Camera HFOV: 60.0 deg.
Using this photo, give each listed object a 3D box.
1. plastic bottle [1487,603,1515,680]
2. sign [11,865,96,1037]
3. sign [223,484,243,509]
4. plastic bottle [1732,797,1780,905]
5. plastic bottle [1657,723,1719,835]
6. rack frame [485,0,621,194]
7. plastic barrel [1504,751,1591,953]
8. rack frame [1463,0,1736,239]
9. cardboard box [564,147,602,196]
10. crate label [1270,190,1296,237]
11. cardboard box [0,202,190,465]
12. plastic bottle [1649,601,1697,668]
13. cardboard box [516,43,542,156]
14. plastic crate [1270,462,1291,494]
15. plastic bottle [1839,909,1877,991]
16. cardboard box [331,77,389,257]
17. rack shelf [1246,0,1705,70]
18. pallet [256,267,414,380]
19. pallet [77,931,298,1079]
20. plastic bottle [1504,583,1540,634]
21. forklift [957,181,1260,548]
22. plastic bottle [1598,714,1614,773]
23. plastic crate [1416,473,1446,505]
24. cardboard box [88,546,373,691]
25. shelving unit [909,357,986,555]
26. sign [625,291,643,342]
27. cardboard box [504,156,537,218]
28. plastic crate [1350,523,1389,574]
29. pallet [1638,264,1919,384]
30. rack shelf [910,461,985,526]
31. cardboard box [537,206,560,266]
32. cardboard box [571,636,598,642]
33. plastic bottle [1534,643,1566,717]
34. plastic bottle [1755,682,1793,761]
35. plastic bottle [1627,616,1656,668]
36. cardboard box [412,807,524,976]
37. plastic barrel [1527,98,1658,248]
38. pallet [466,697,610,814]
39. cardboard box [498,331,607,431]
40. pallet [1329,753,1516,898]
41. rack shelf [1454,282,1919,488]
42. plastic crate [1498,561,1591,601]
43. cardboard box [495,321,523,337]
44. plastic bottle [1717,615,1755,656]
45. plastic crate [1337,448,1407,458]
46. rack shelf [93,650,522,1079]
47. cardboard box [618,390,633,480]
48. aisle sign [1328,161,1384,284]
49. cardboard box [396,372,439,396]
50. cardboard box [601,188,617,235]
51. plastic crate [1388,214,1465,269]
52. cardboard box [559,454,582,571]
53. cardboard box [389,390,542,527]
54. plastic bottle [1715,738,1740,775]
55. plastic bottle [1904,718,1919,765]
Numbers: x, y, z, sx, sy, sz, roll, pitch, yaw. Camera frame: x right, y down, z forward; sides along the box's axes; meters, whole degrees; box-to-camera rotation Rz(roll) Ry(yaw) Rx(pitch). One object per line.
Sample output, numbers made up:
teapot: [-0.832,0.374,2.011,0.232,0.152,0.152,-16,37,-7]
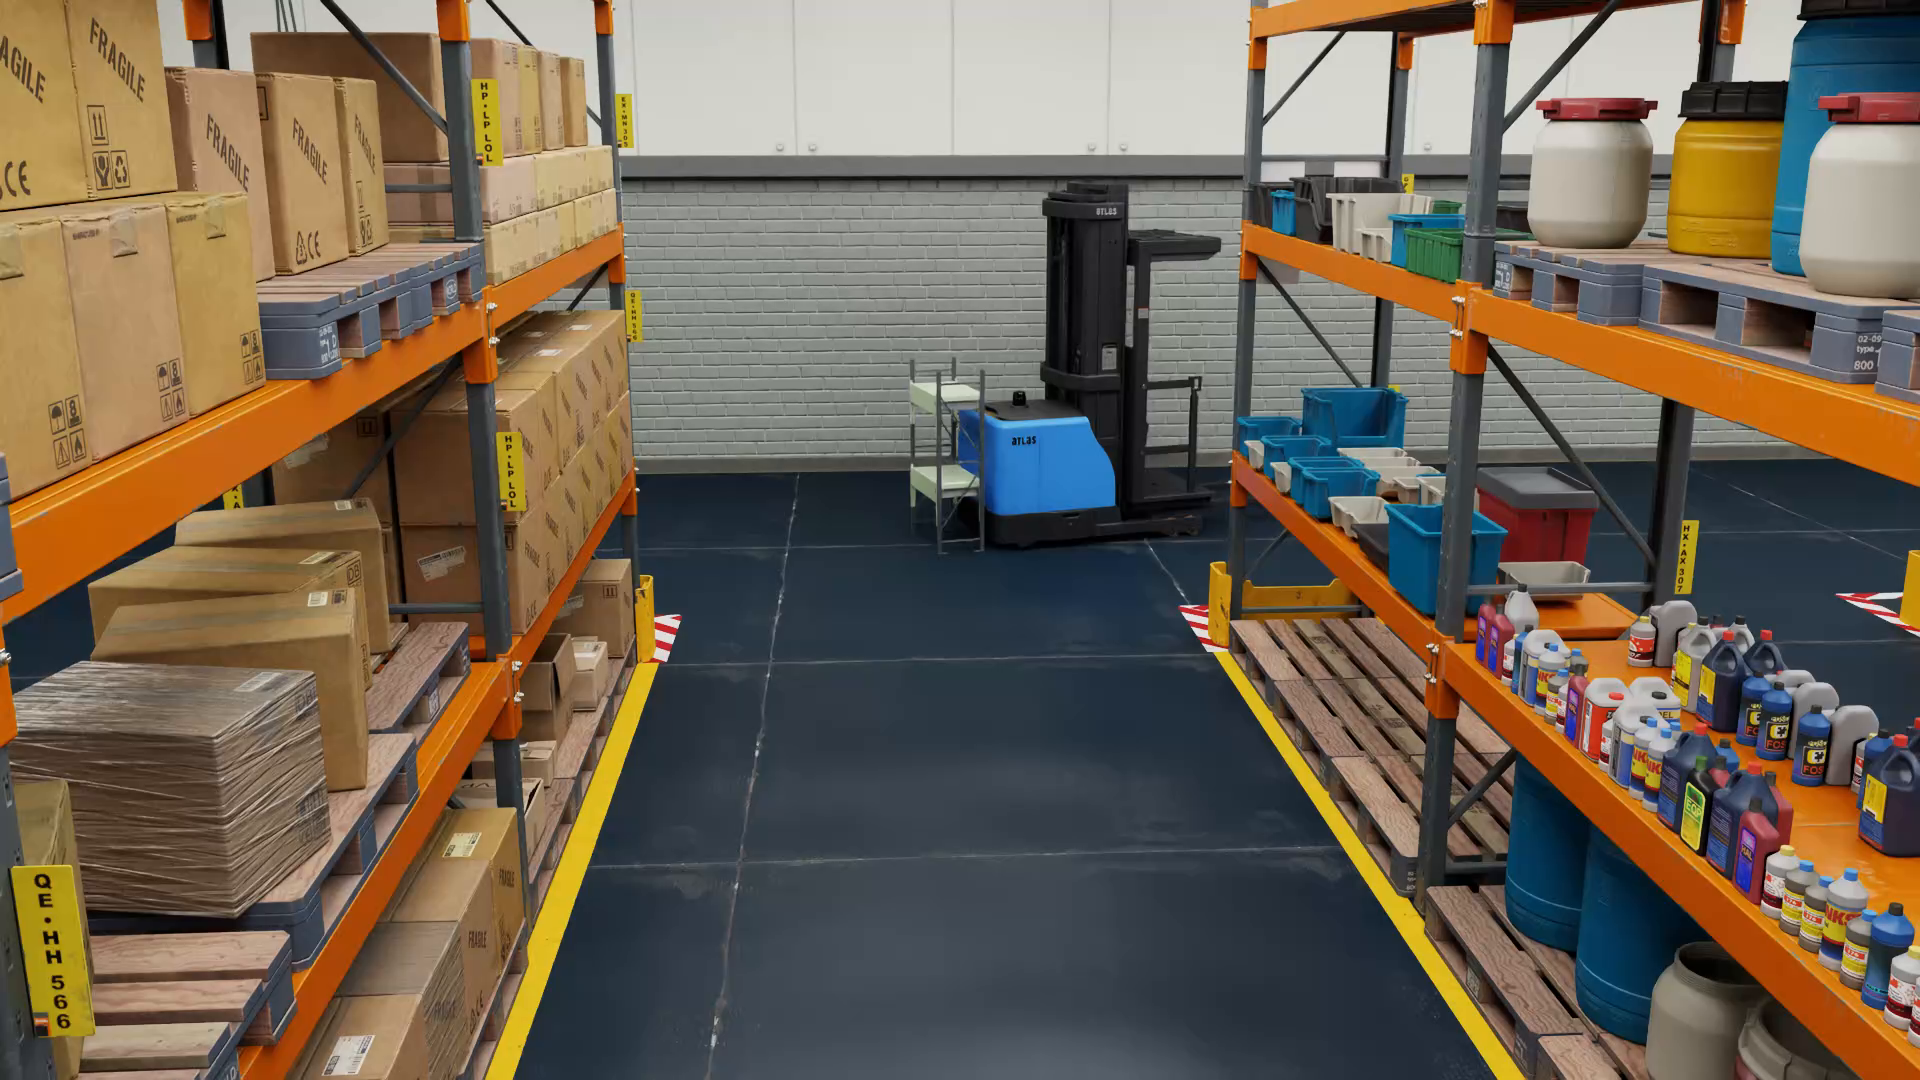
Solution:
plastic bottle: [2.171,0.405,6.668,0.061,0.283,0.133,-1,14,-3]
sign: [-1.577,0.718,2.894,0.100,0.325,0.005,-1,14,-3]
sign: [-2.919,-0.116,6.721,0.100,0.325,0.005,-1,14,-3]
plastic bottle: [2.292,0.890,4.780,0.061,0.283,0.133,-1,14,-3]
plastic bottle: [2.304,0.738,5.236,0.144,0.351,0.185,-1,14,-3]
rack frame: [-2.626,-3.607,9.987,1.000,3.000,0.127,-1,14,-3]
plastic barrel: [2.582,1.166,6.844,0.600,0.901,0.708,-1,14,-3]
rack frame: [2.566,-2.688,6.414,1.000,3.000,0.127,-1,14,-3]
cardboard box: [-2.308,-2.076,9.353,0.500,0.250,0.500,-1,14,-3]
crate label: [2.053,-1.924,9.762,0.408,0.251,0.502,-1,14,-3]
cardboard box: [-2.223,-0.448,3.528,0.910,0.500,0.500,-1,14,-3]
plastic bottle: [2.913,0.370,6.816,0.152,0.276,0.135,-1,14,-3]
cardboard box: [-2.373,-2.064,7.800,0.700,0.500,0.500,-1,14,-3]
plastic crate: [1.984,-0.363,9.825,0.250,0.136,0.298,-1,14,-3]
plastic bottle: [2.341,1.055,4.304,0.097,0.201,0.097,0,14,0]
cardboard box: [-2.421,-1.334,5.926,0.600,0.600,0.600,-2,15,-9]
rack shelf: [2.442,-2.643,8.487,1.077,0.370,4.000,-1,14,-3]
pallet: [-2.341,-0.648,4.881,1.213,0.211,1.003,-1,14,-3]
pallet: [-2.243,1.213,3.677,1.213,0.211,1.003,-1,14,-3]
plastic bottle: [2.267,0.344,6.769,0.144,0.351,0.185,-1,14,-3]
forklift: [1.542,-1.564,14.223,3.031,2.935,1.130,-5,15,-20]
plastic bottle: [2.251,0.694,5.708,0.097,0.201,0.097,0,14,0]
plastic crate: [2.701,-0.219,9.072,0.416,0.233,0.300,-1,14,-3]
cardboard box: [-2.466,0.332,5.671,0.700,0.500,0.500,1,14,5]
shelving unit: [-0.111,-0.709,13.774,0.431,1.500,0.755,-5,15,-18]
sign: [-2.071,-1.419,10.565,0.100,0.325,0.005,-1,14,-3]
cardboard box: [-2.193,-1.578,7.419,0.500,0.250,0.500,-1,14,-3]
plastic crate: [2.228,0.047,8.255,0.437,0.125,0.590,-1,14,-3]
pallet: [2.785,-0.668,4.964,1.003,0.211,1.213,-1,14,-3]
rack shelf: [-0.111,-0.394,13.855,0.431,0.370,0.720,-5,15,-18]
cardboard box: [-2.218,-1.461,7.965,0.500,0.250,0.500,-1,14,-3]
cardboard box: [-2.411,0.691,10.125,0.380,0.166,0.250,-1,14,-3]
plastic bottle: [2.217,0.521,6.240,0.097,0.271,0.097,0,14,0]
plastic bottle: [2.852,0.629,5.820,0.097,0.271,0.097,0,14,0]
plastic bottle: [2.789,0.413,6.800,0.097,0.201,0.097,0,14,0]
cardboard box: [-2.062,1.409,6.665,0.500,0.500,0.500,-1,14,-4]
plastic barrel: [2.348,-1.370,6.195,0.433,0.535,0.433,0,14,0]
pallet: [-2.499,1.168,9.062,1.003,0.211,1.213,-1,14,-3]
cardboard box: [-2.255,-0.874,9.195,0.500,0.500,0.500,0,14,-2]
pallet: [2.481,1.385,8.218,1.003,0.211,1.213,-1,14,-3]
rack shelf: [2.690,-0.390,4.945,1.077,0.370,4.000,-1,14,-3]
plastic crate: [2.680,0.198,7.646,0.396,0.136,0.243,-1,14,-3]
cardboard box: [-2.822,-0.990,9.648,0.500,0.500,0.500,-1,14,-3]
plastic bottle: [2.949,0.465,6.299,0.144,0.351,0.185,-1,14,-3]
plastic crate: [2.549,-0.479,10.276,0.396,0.136,0.243,-1,14,-3]
rack shelf: [-2.254,1.139,5.025,1.077,0.370,4.000,-1,14,-3]
cardboard box: [-2.327,-0.643,10.306,0.500,0.500,0.500,0,14,-2]
aisle sign: [2.606,-2.059,10.792,0.394,0.787,0.004,-1,14,-3]
cardboard box: [-2.702,-0.489,7.700,0.500,0.500,0.500,-1,14,-5]
cardboard box: [-2.331,-1.958,9.899,0.500,0.250,0.500,-1,14,-3]
plastic crate: [2.191,-1.376,7.670,0.416,0.233,0.300,-1,14,-3]
cardboard box: [-2.202,-0.138,8.343,0.500,0.500,0.500,-1,14,-4]
cardboard box: [-2.127,-0.361,7.204,0.500,0.500,0.500,-1,14,-2]
plastic bottle: [2.422,0.764,5.295,0.097,0.271,0.097,0,14,0]
plastic bottle: [3.018,0.739,5.235,0.144,0.351,0.185,-1,14,-3]
